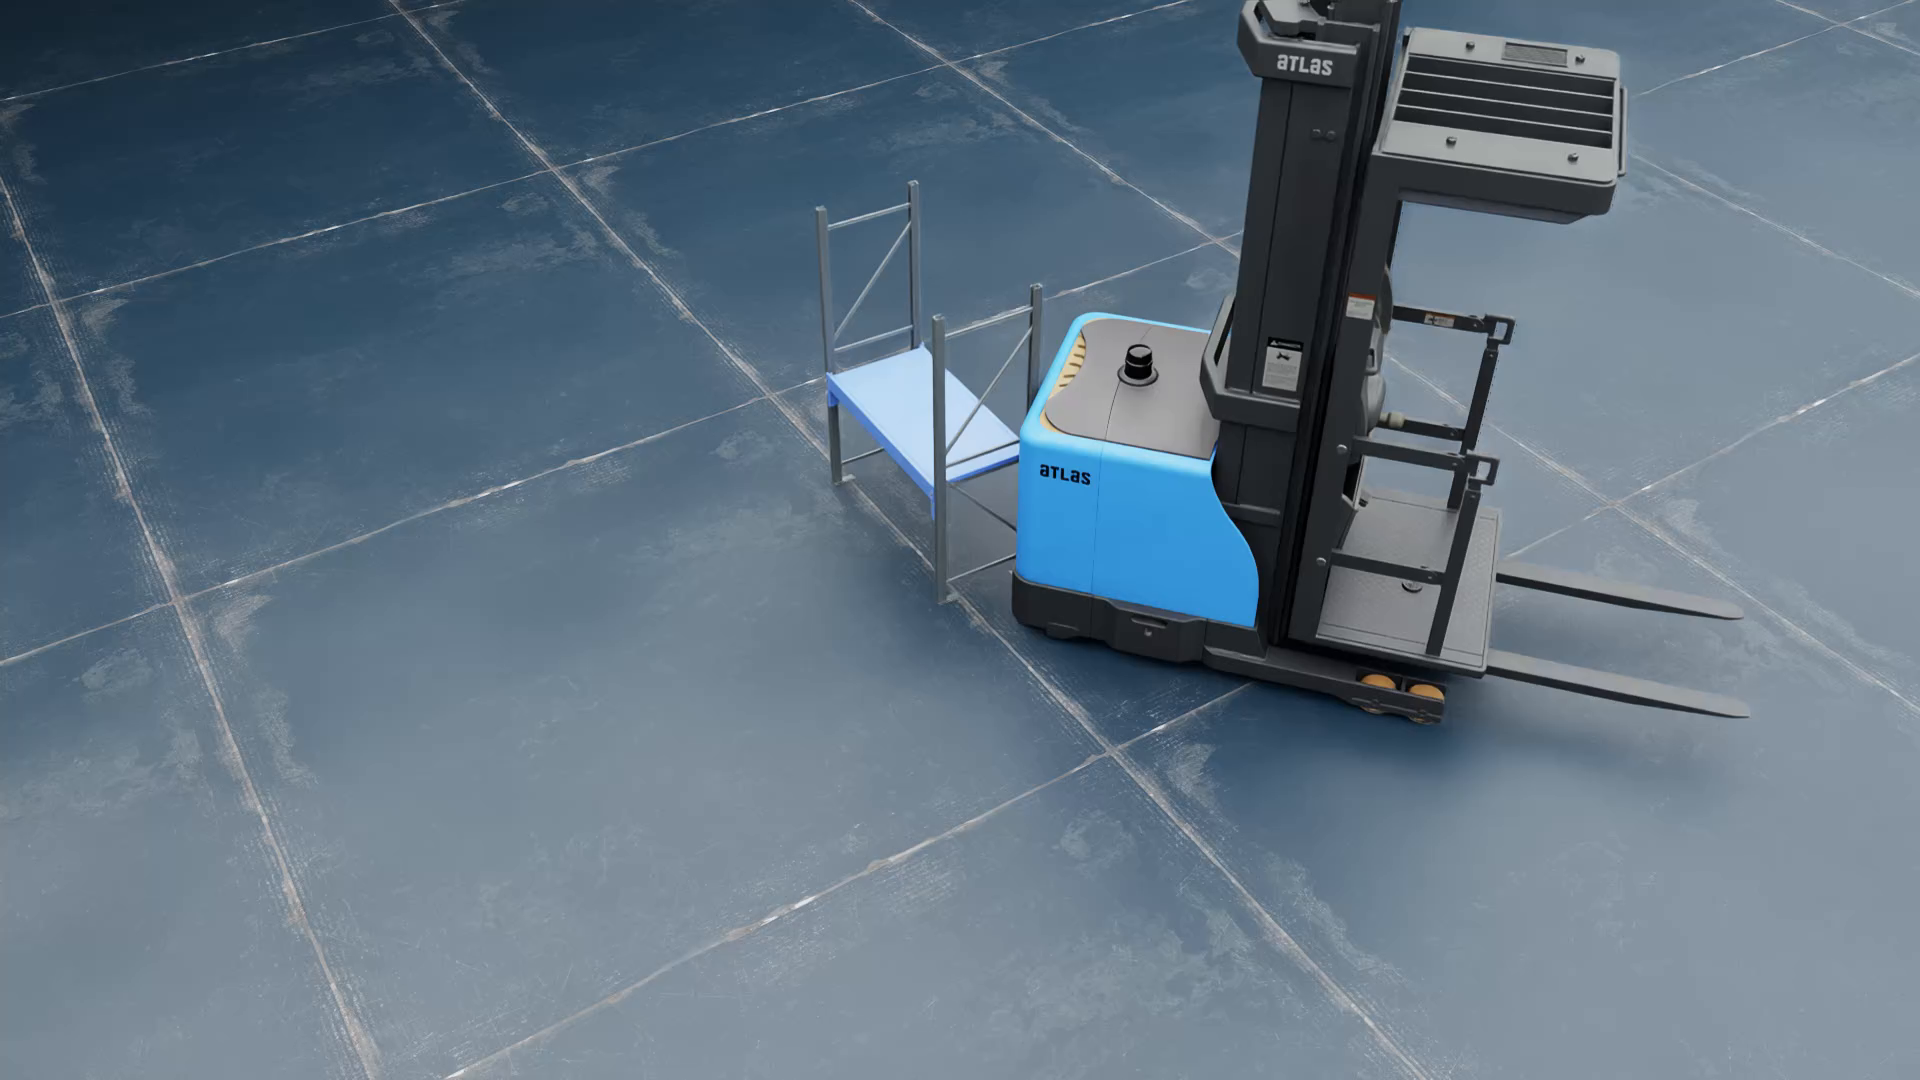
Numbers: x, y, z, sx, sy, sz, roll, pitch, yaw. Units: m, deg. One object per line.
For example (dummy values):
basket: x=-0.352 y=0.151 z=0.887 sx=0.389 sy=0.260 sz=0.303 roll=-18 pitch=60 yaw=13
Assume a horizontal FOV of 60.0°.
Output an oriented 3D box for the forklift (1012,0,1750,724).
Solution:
forklift: x=1.803 y=-0.747 z=6.418 sx=3.031 sy=2.935 sz=1.130 roll=11 pitch=41 yaw=13

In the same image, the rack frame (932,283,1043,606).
rack frame: x=0.112 y=-0.372 z=7.085 sx=0.500 sy=1.500 sz=0.032 roll=-21 pitch=44 yaw=-23

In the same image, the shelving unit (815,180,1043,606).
shelving unit: x=-0.147 y=-0.652 z=7.421 sx=0.538 sy=1.500 sz=1.048 roll=-21 pitch=44 yaw=-23

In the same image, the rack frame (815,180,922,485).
rack frame: x=-0.405 y=-0.932 z=7.757 sx=0.500 sy=1.500 sz=0.032 roll=-21 pitch=44 yaw=-23

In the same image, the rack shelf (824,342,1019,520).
rack shelf: x=-0.147 y=-0.514 z=7.536 sx=0.538 sy=0.185 sz=1.000 roll=-21 pitch=44 yaw=-23
